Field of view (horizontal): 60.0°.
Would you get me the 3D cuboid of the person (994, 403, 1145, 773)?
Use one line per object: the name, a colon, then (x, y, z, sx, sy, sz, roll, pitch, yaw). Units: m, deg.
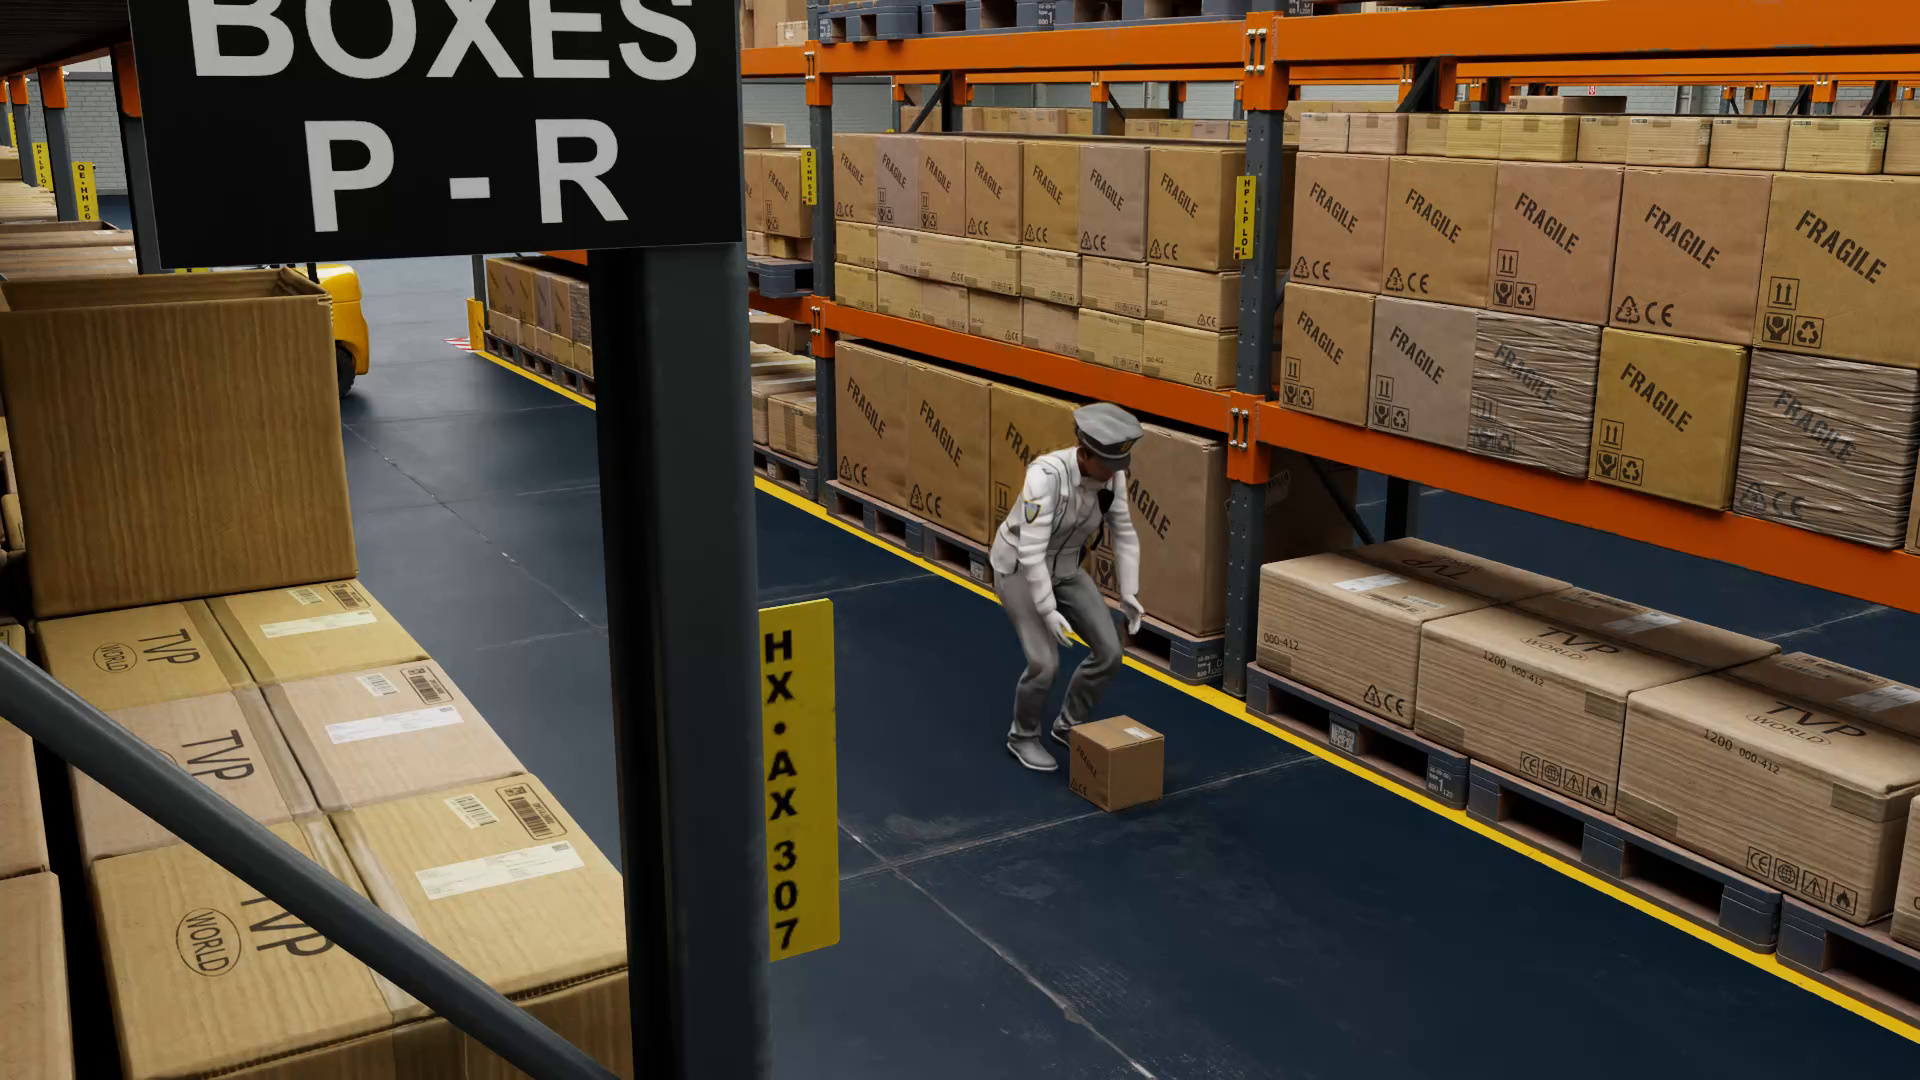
person: (0.430, 0.169, 6.359, 0.534, 1.430, 0.656, -9, 17, -29)
